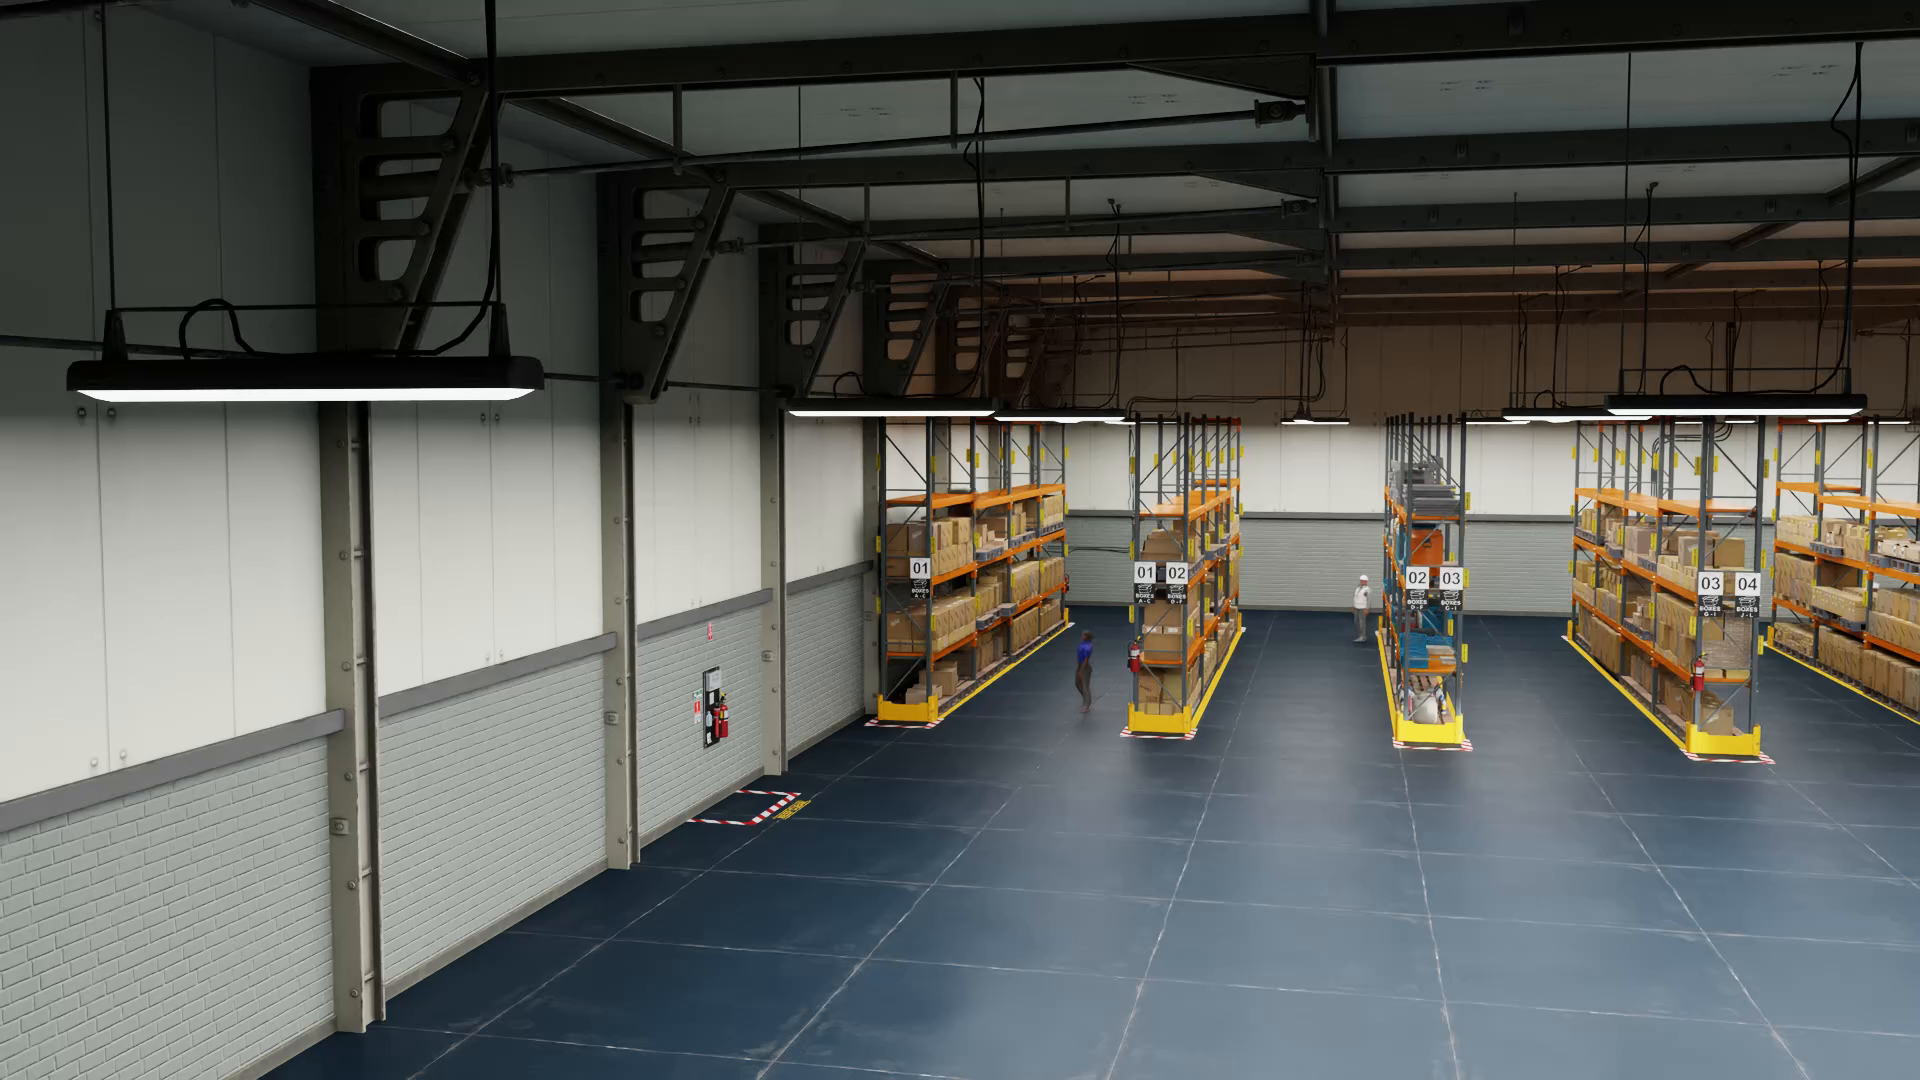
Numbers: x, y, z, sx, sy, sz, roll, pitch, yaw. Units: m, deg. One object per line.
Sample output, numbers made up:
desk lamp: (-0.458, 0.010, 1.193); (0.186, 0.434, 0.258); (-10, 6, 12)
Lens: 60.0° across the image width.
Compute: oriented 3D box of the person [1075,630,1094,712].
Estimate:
person: (2.519, 2.633, 33.631); (0.403, 1.677, 0.557); (-1, 4, -9)

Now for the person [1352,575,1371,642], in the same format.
person: (10.725, 1.848, 44.473); (0.435, 1.821, 0.573); (-1, 4, -10)

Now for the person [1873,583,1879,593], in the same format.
person: (23.208, 1.980, 42.240); (0.370, 1.766, 0.606); (2, 4, 26)
